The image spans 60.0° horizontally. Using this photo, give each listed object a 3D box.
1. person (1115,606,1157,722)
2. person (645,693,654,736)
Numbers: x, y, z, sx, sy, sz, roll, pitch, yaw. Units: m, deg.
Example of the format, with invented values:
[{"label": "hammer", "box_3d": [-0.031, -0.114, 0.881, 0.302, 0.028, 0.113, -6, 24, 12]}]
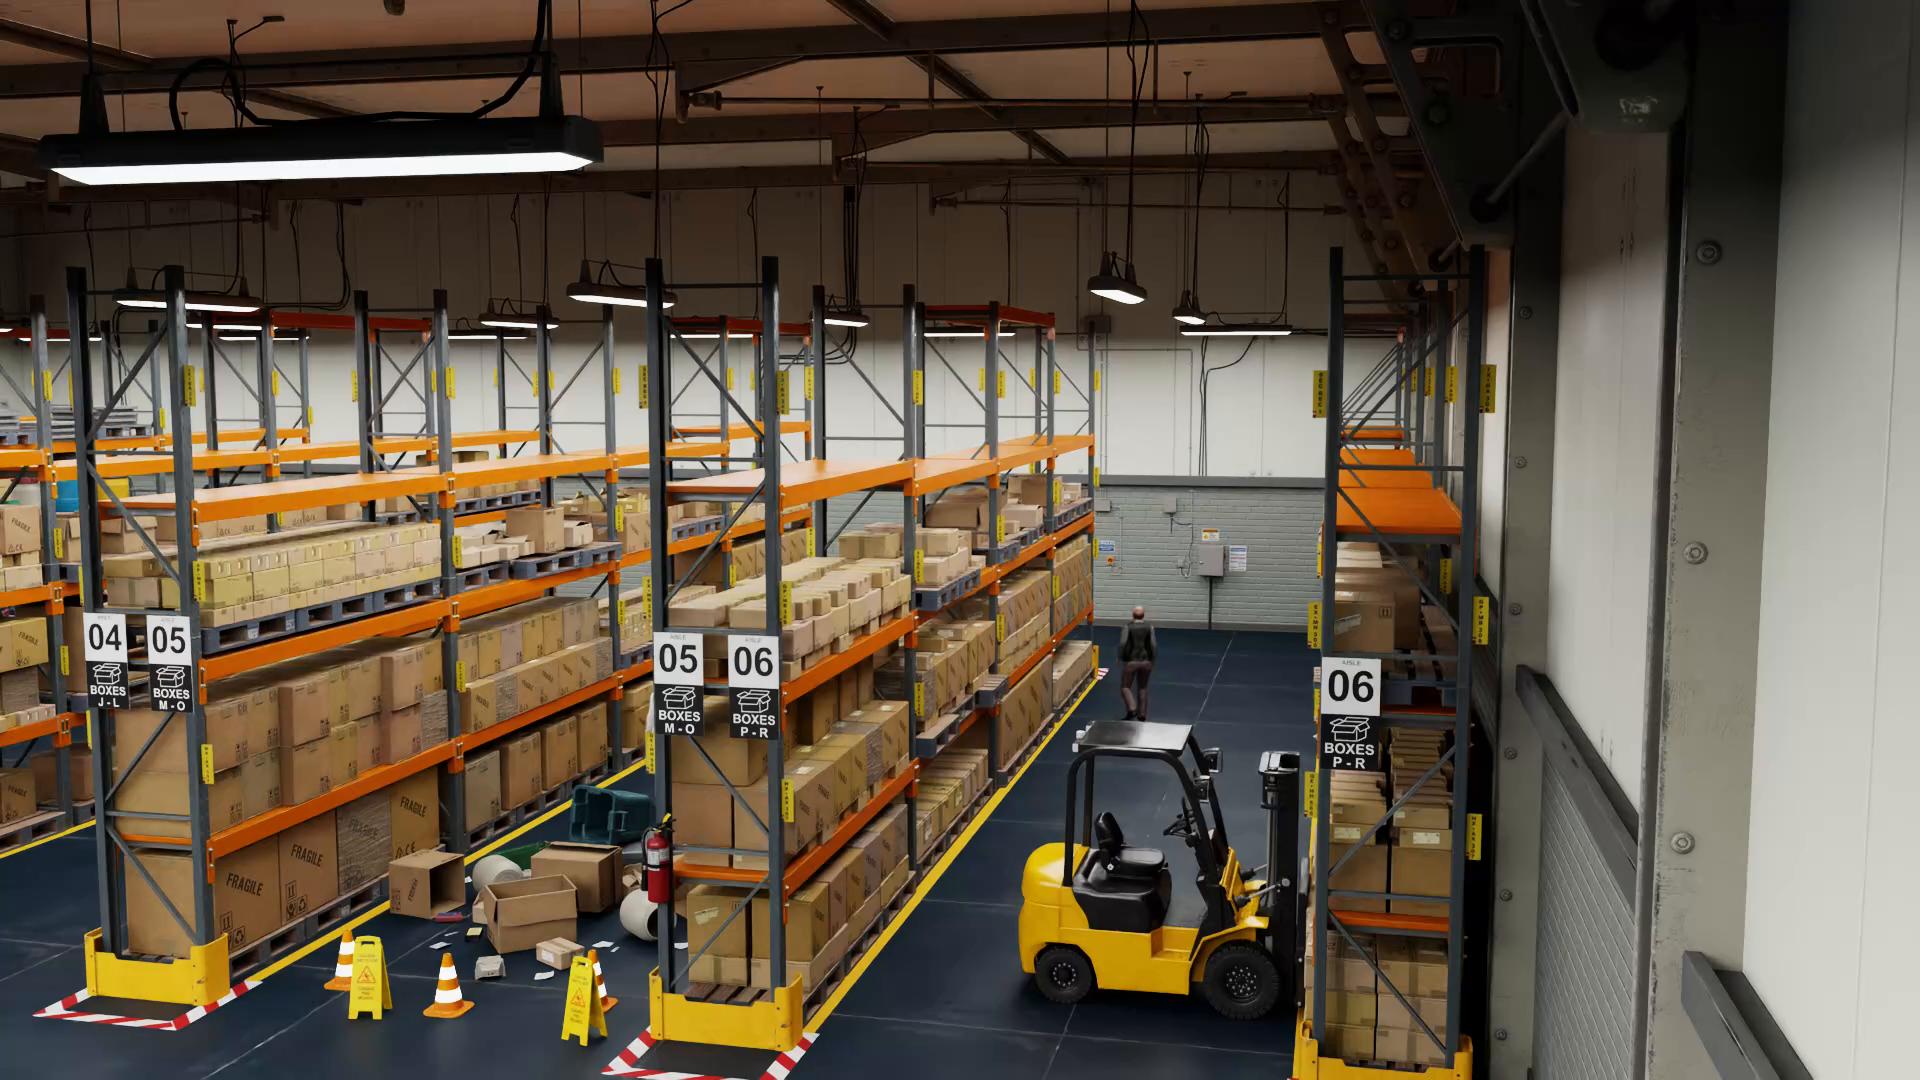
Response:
[{"label": "person", "box_3d": [2.635, 1.845, 24.578, 0.600, 1.699, 0.590, -1, 6, -11]}, {"label": "person", "box_3d": [-3.453, 2.370, 19.655, 0.522, 1.741, 0.580, 1, 6, 9]}]
